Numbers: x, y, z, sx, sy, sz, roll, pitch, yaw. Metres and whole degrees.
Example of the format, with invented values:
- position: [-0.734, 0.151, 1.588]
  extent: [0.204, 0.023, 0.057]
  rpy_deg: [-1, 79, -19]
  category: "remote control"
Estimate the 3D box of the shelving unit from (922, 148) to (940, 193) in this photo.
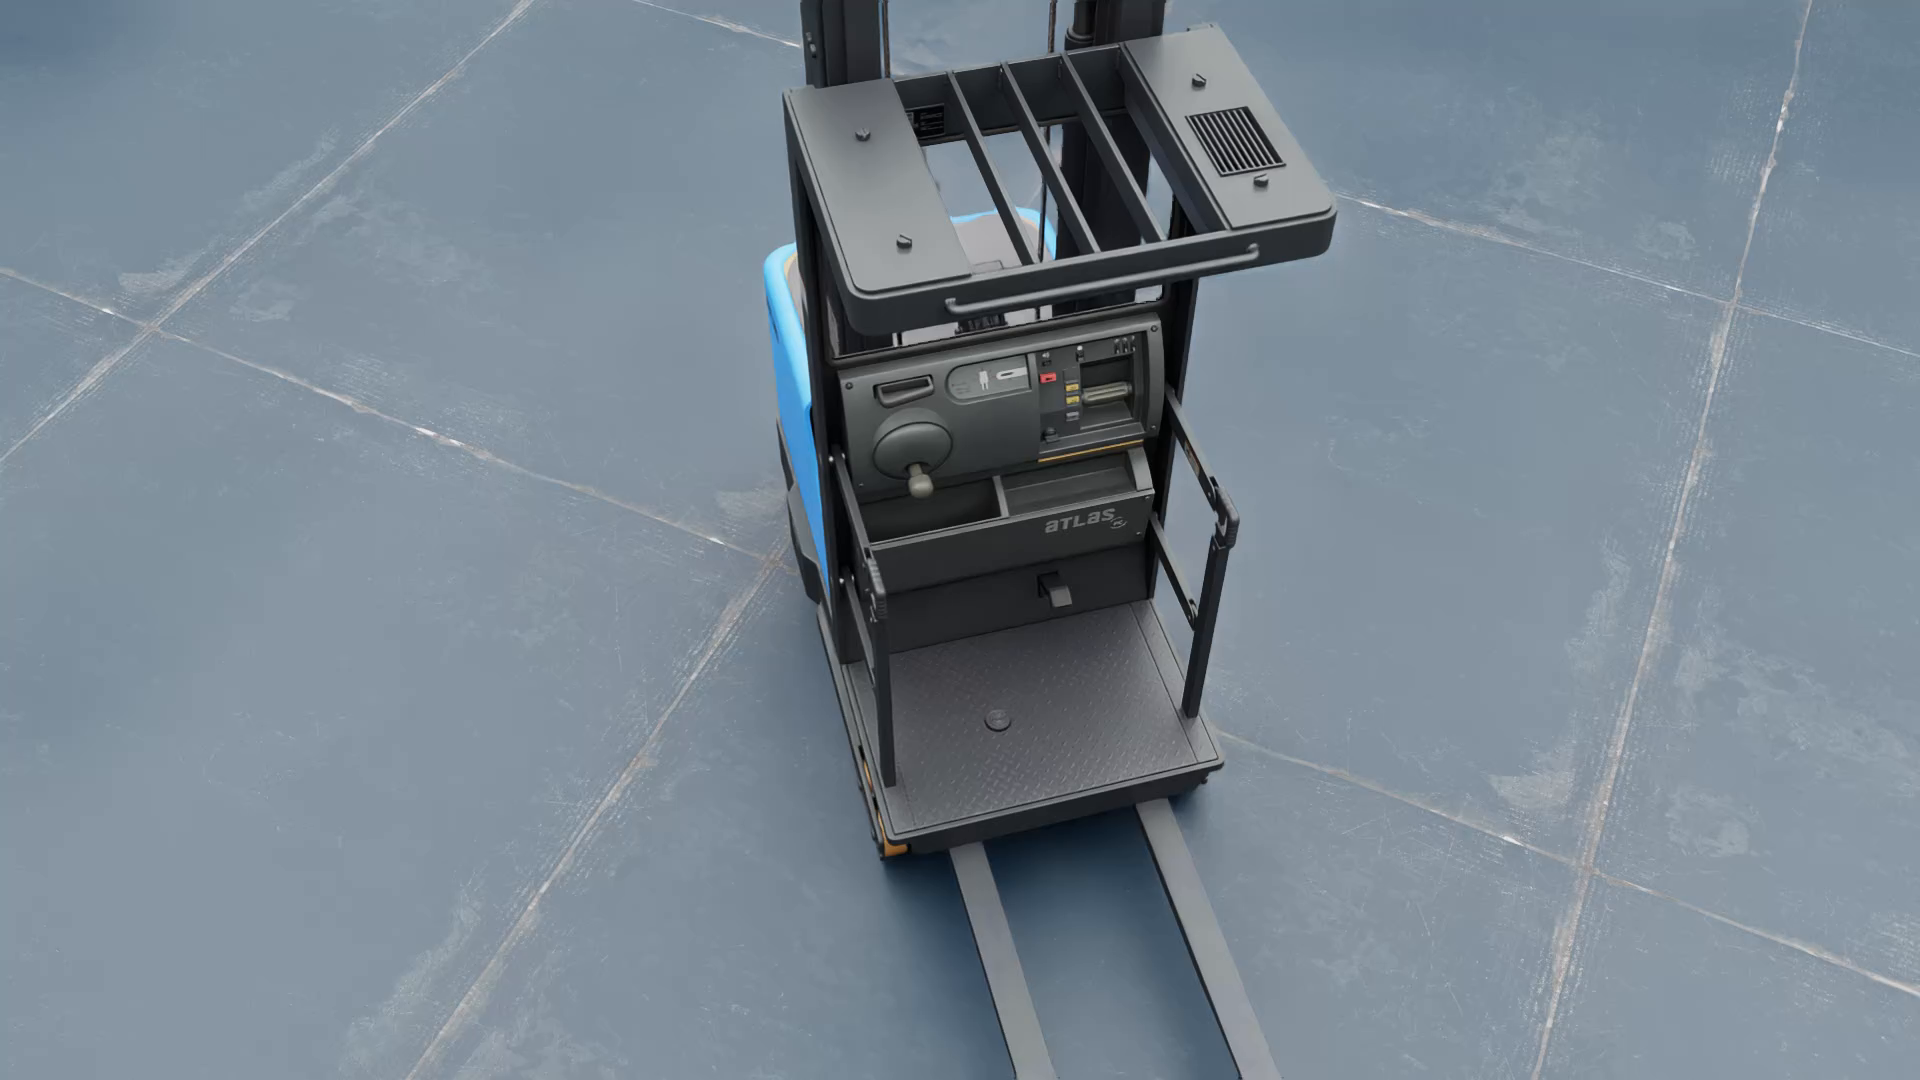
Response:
- position: [-0.211, -0.897, 6.225]
  extent: [0.258, 1.200, 0.189]
  rpy_deg: [-12, 51, -10]
  category: "shelving unit"

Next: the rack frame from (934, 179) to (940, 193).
- position: [-0.187, -0.830, 6.168]
  extent: [0.240, 1.200, 0.006]
  rpy_deg: [-12, 51, -10]
  category: "rack frame"

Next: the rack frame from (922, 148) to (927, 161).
- position: [-0.235, -0.964, 6.283]
  extent: [0.240, 1.200, 0.006]
  rpy_deg: [-12, 51, -10]
  category: "rack frame"

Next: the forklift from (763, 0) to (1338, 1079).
- position: [0.186, -0.268, 4.553]
  extent: [1.130, 2.935, 3.031]
  rpy_deg: [-12, 51, -10]
  category: "forklift"
